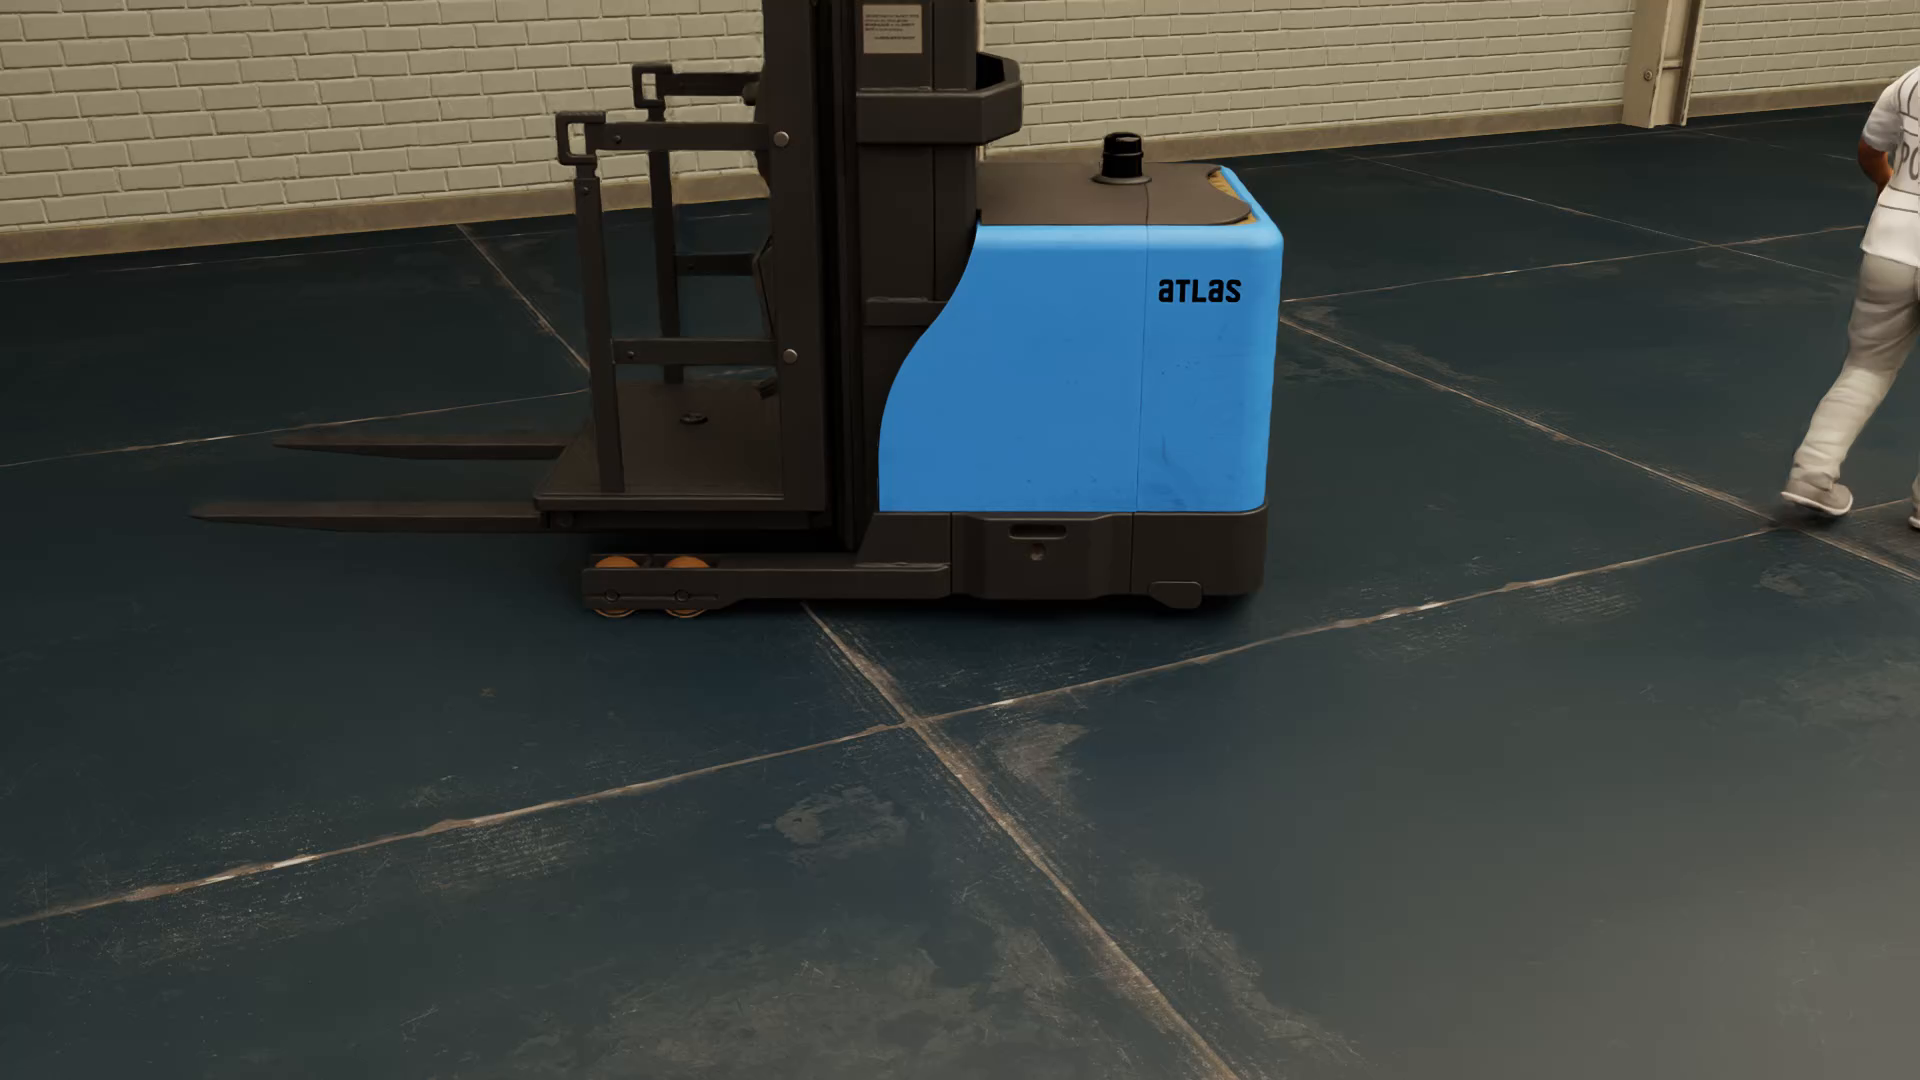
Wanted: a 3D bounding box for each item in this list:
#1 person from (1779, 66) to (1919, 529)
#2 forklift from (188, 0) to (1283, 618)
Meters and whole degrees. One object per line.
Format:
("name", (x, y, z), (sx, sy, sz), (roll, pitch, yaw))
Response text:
("person", (2.924, -0.800, 4.908), (0.690, 1.643, 0.849), (-13, 26, -28))
("forklift", (-0.666, -1.341, 4.514), (3.031, 2.935, 1.130), (0, 23, 0))
